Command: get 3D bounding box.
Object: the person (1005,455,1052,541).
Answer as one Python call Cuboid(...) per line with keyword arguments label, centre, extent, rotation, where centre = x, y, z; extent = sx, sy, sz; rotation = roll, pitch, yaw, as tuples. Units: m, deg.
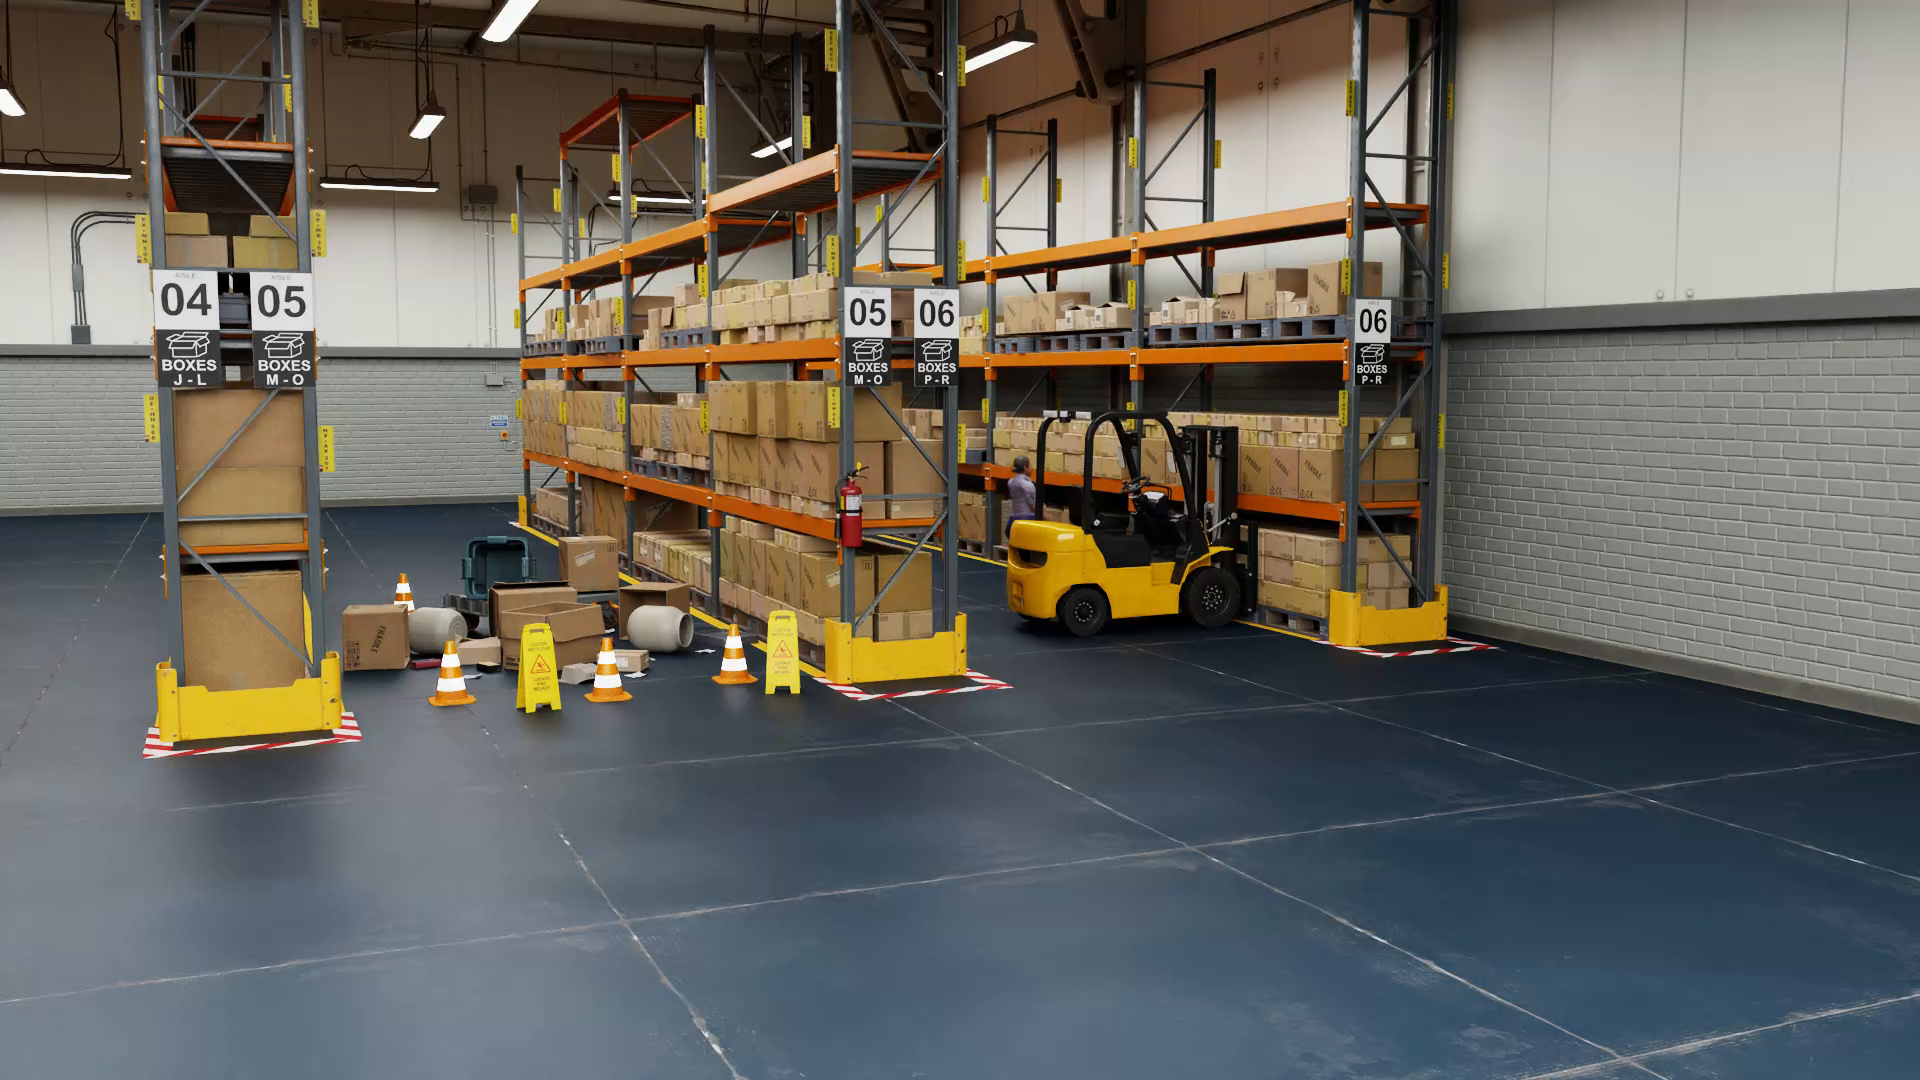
Cuboid(label="person", centre=(0.758, -0.097, 18.053), extent=(0.497, 1.652, 0.480), rotation=(-2, 6, -24))
